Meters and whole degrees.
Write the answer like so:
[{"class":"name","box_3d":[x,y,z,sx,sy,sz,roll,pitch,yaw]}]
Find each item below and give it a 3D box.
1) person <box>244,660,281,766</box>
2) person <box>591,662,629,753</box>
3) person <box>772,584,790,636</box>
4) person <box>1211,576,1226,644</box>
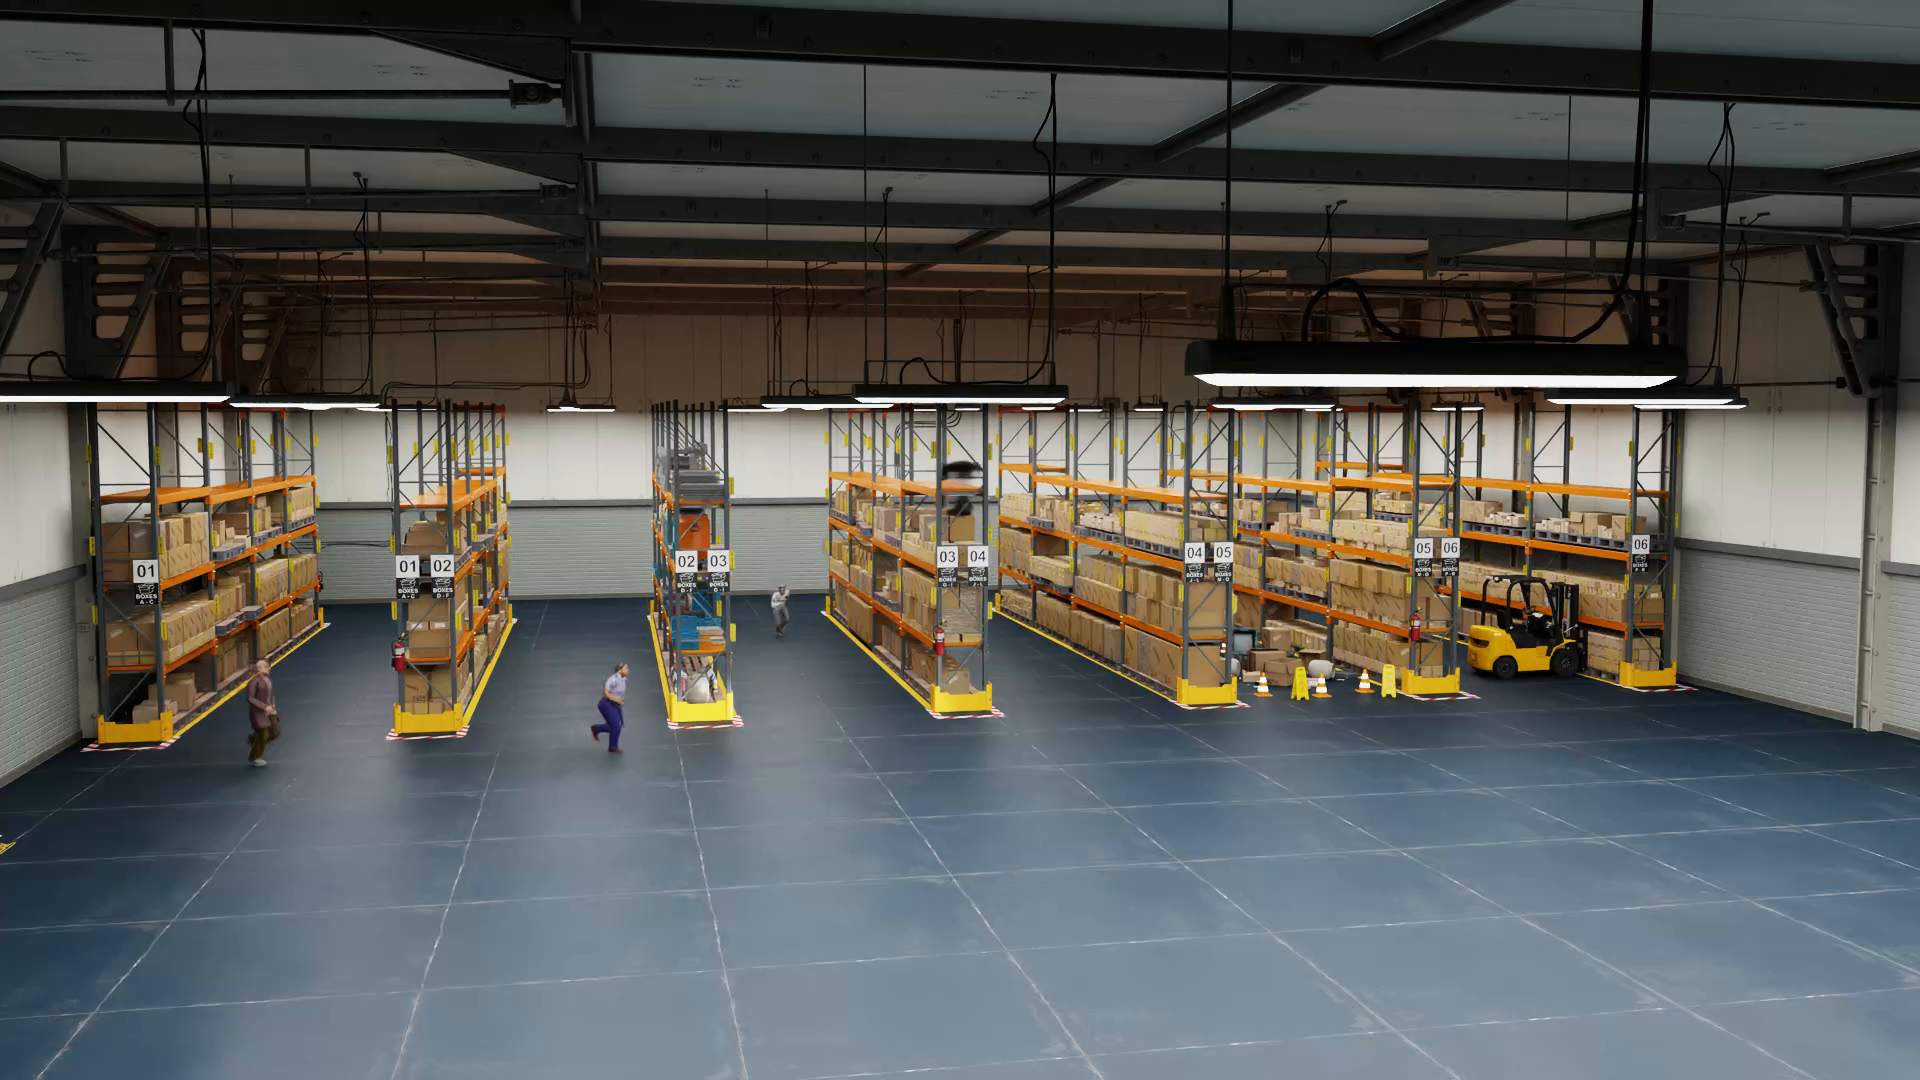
[{"class":"person","box_3d":[-11.408,2.817,27.169,0.690,1.728,0.733,1,4,13]},{"class":"person","box_3d":[-5.940,2.840,28.150,0.724,1.593,0.597,1,5,18]},{"class":"person","box_3d":[-4.609,1.802,42.756,0.599,1.384,0.936,-2,5,-28]},{"class":"person","box_3d":[6.439,1.777,41.167,0.666,1.745,0.991,-2,5,-30]}]
